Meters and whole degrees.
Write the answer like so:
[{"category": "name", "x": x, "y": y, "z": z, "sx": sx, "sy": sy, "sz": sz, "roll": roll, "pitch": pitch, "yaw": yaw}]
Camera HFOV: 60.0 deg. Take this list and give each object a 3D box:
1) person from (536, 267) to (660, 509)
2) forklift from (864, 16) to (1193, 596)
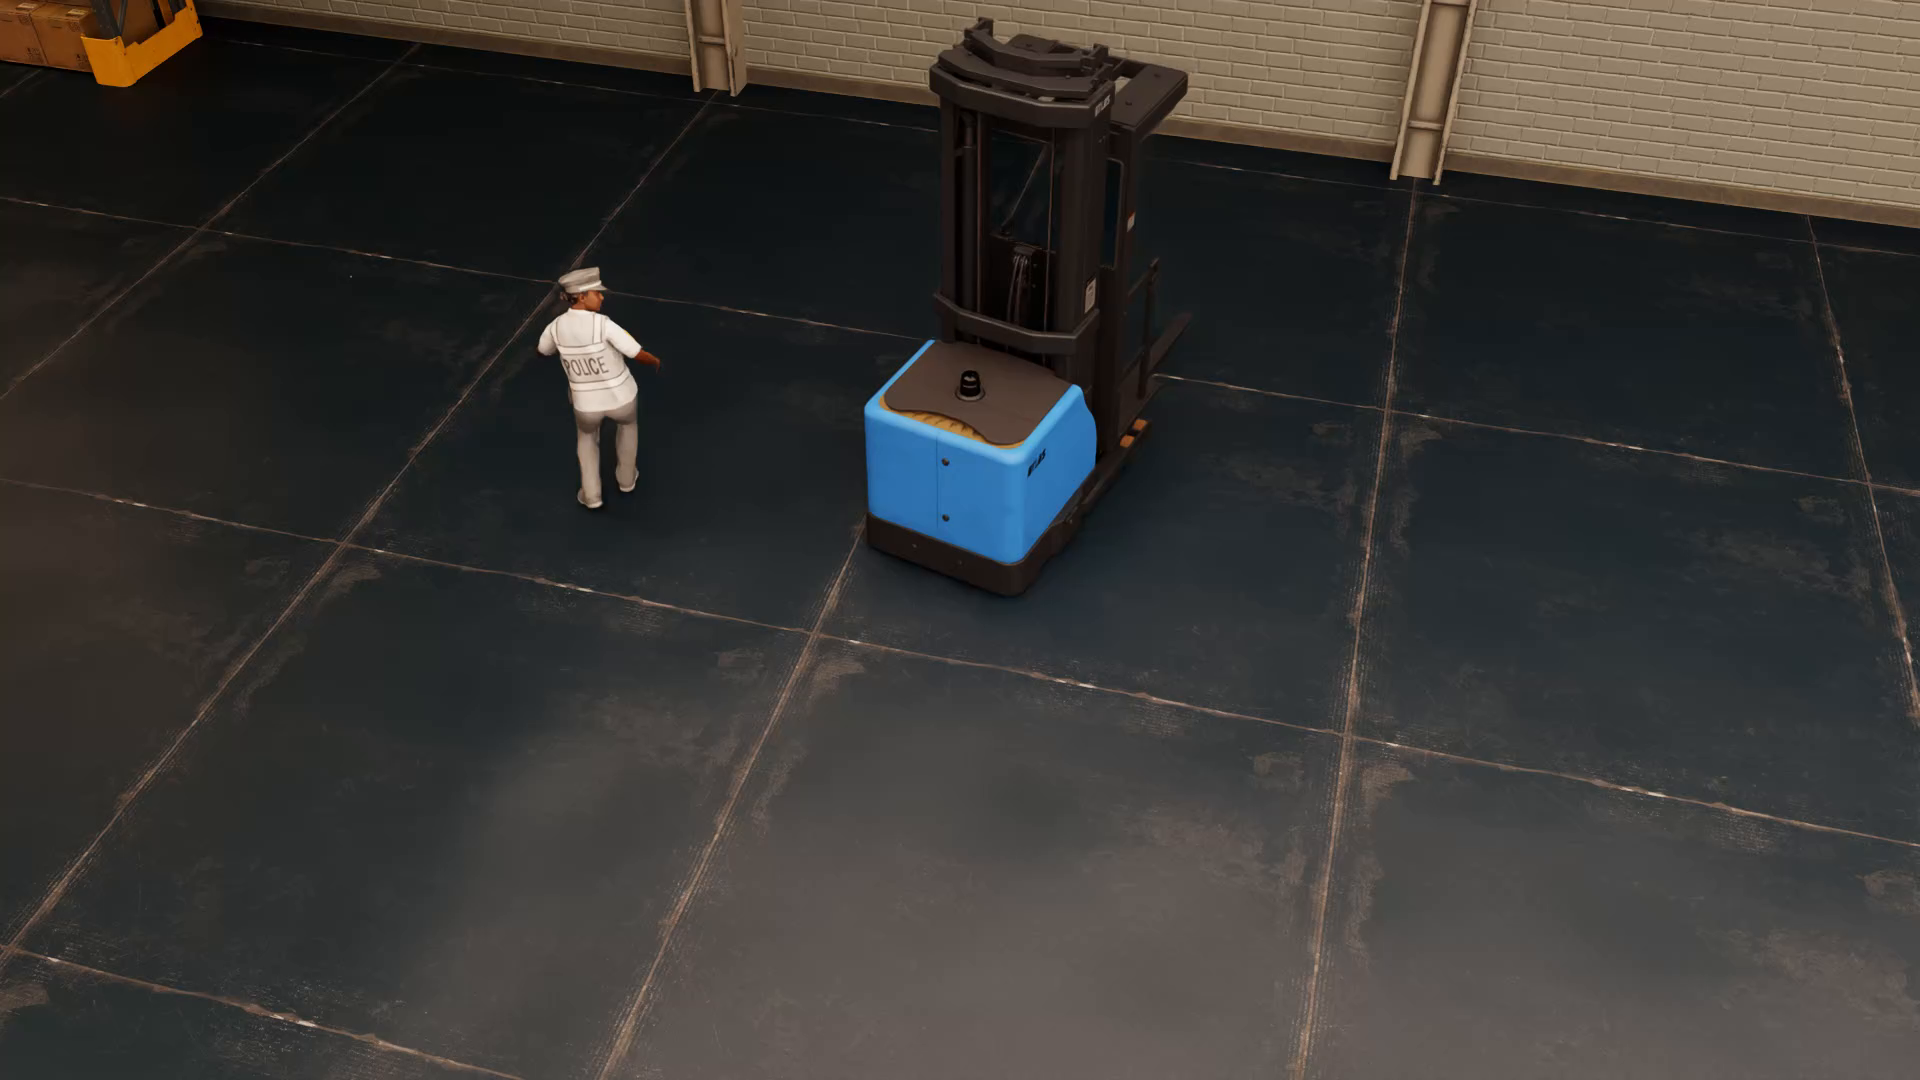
[{"category": "person", "x": -2.150, "y": -0.937, "z": 9.965, "sx": 0.700, "sy": 1.612, "sz": 0.669, "roll": -2, "pitch": 41, "yaw": -2}, {"category": "forklift", "x": 0.594, "y": -1.742, "z": 9.848, "sx": 1.130, "sy": 2.935, "sz": 3.031, "roll": 20, "pitch": 45, "yaw": 21}]
